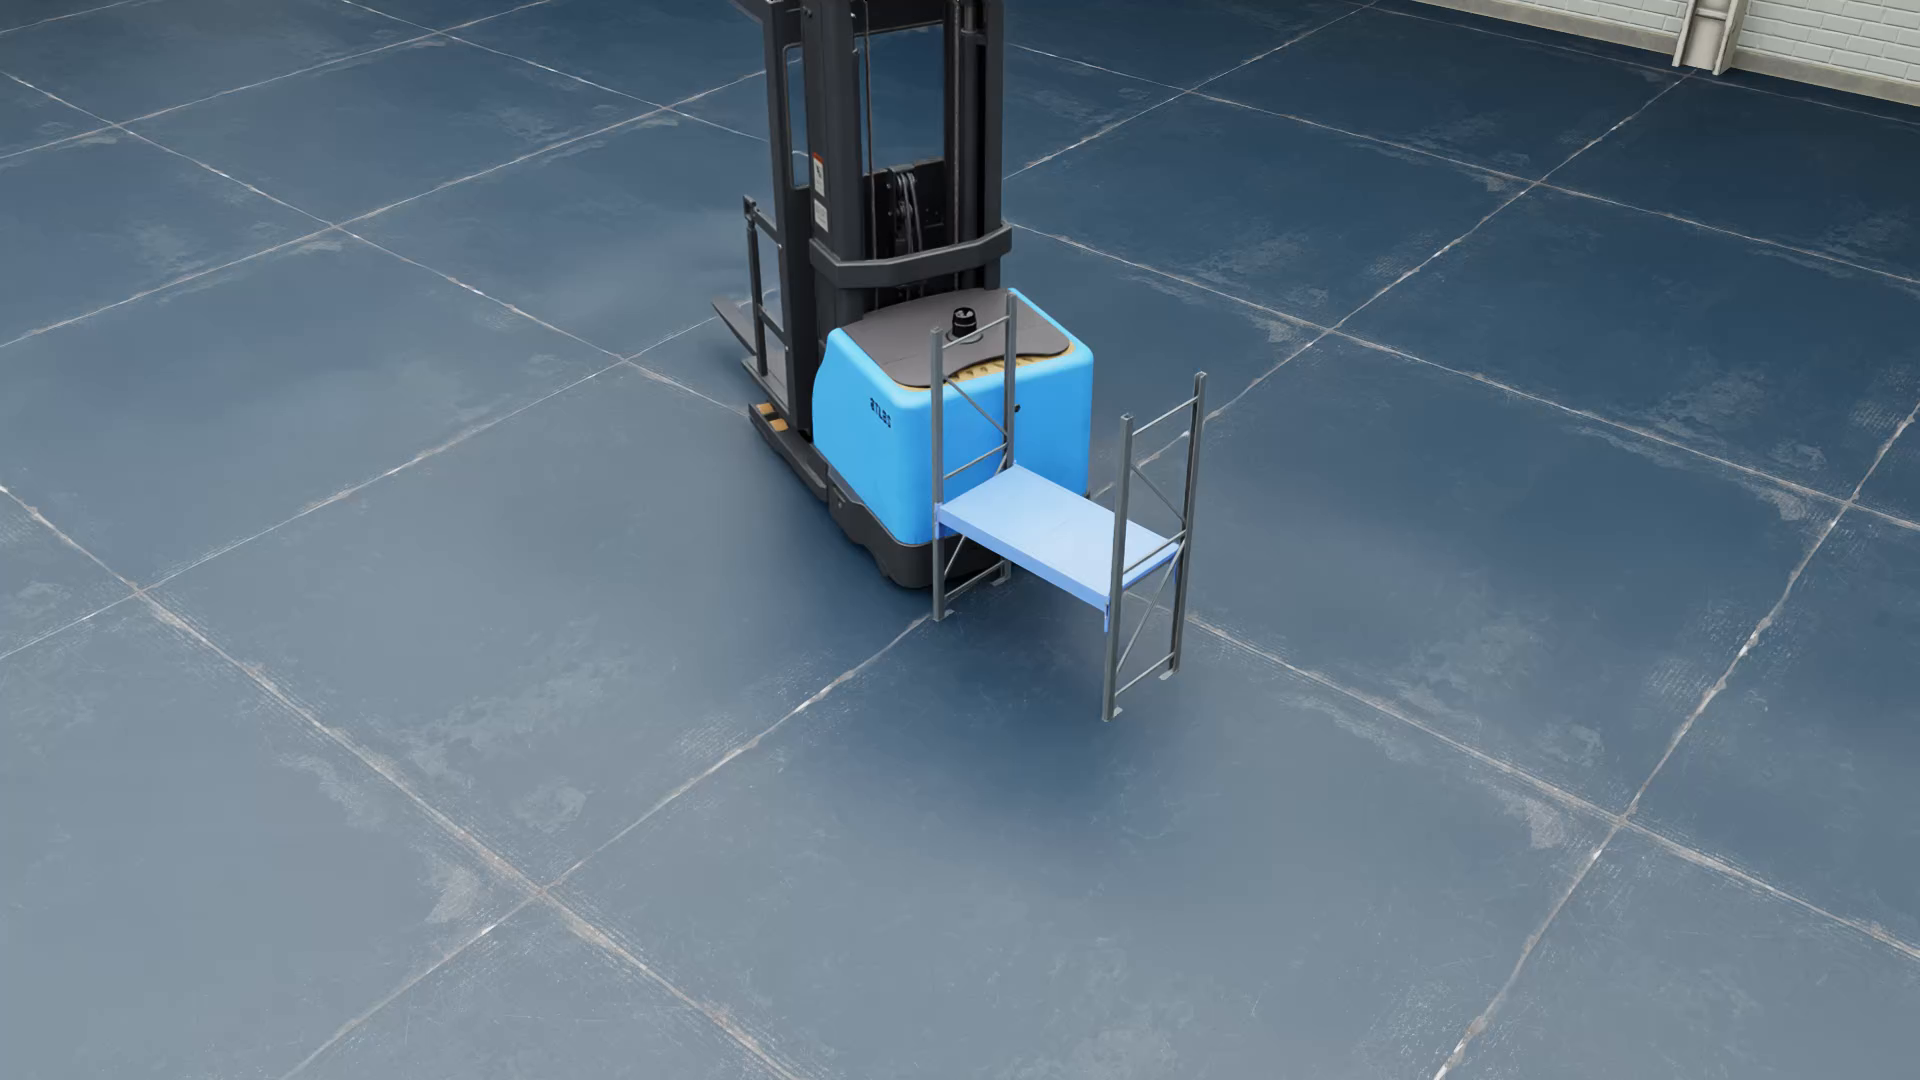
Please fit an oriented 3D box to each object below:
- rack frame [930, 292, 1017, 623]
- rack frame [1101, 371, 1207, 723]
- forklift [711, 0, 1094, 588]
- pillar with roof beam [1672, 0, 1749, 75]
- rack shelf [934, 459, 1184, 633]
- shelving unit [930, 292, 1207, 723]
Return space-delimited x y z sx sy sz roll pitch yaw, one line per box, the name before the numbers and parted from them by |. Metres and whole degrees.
rack frame | 0.061 -0.342 7.423 0.032 1.500 0.500 29 44 35
rack frame | 0.790 0.059 6.839 0.032 1.500 0.500 29 44 35
forklift | -0.495 -1.800 8.281 1.130 2.935 3.031 -16 38 -22
pillar with roof beam | 3.538 -5.862 8.836 0.400 9.000 9.100 25 42 32
rack shelf | 0.426 0.007 7.233 1.000 0.185 0.538 29 44 35
shelving unit | 0.426 -0.141 7.131 1.048 1.500 0.538 29 44 35
